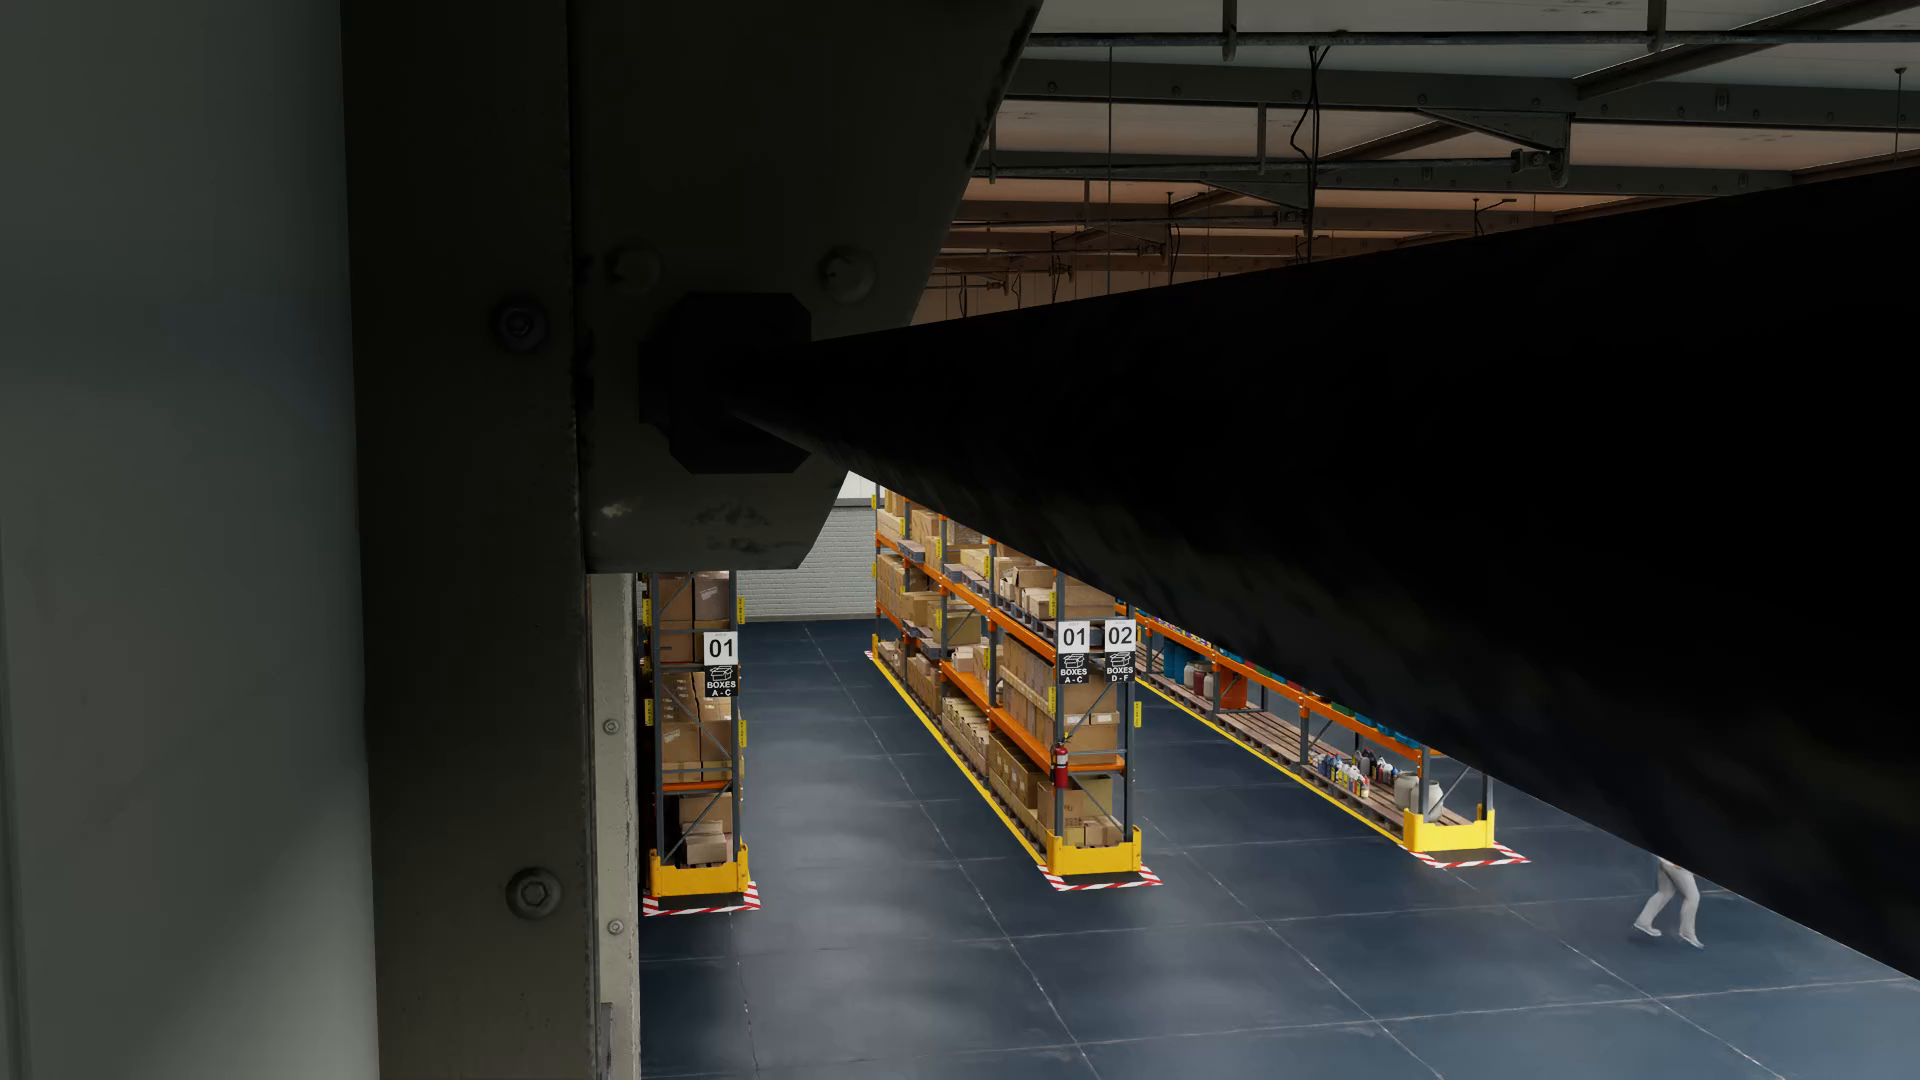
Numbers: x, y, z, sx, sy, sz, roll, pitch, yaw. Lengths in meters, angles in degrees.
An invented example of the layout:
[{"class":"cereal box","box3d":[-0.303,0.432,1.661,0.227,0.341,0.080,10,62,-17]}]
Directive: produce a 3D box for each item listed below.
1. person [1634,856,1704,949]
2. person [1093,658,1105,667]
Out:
[{"class":"person","box3d":[7.848,3.606,18.318,0.725,1.754,0.558,1,6,10]},{"class":"person","box3d":[2.535,2.360,30.258,0.653,1.742,0.587,-2,6,-23]}]
